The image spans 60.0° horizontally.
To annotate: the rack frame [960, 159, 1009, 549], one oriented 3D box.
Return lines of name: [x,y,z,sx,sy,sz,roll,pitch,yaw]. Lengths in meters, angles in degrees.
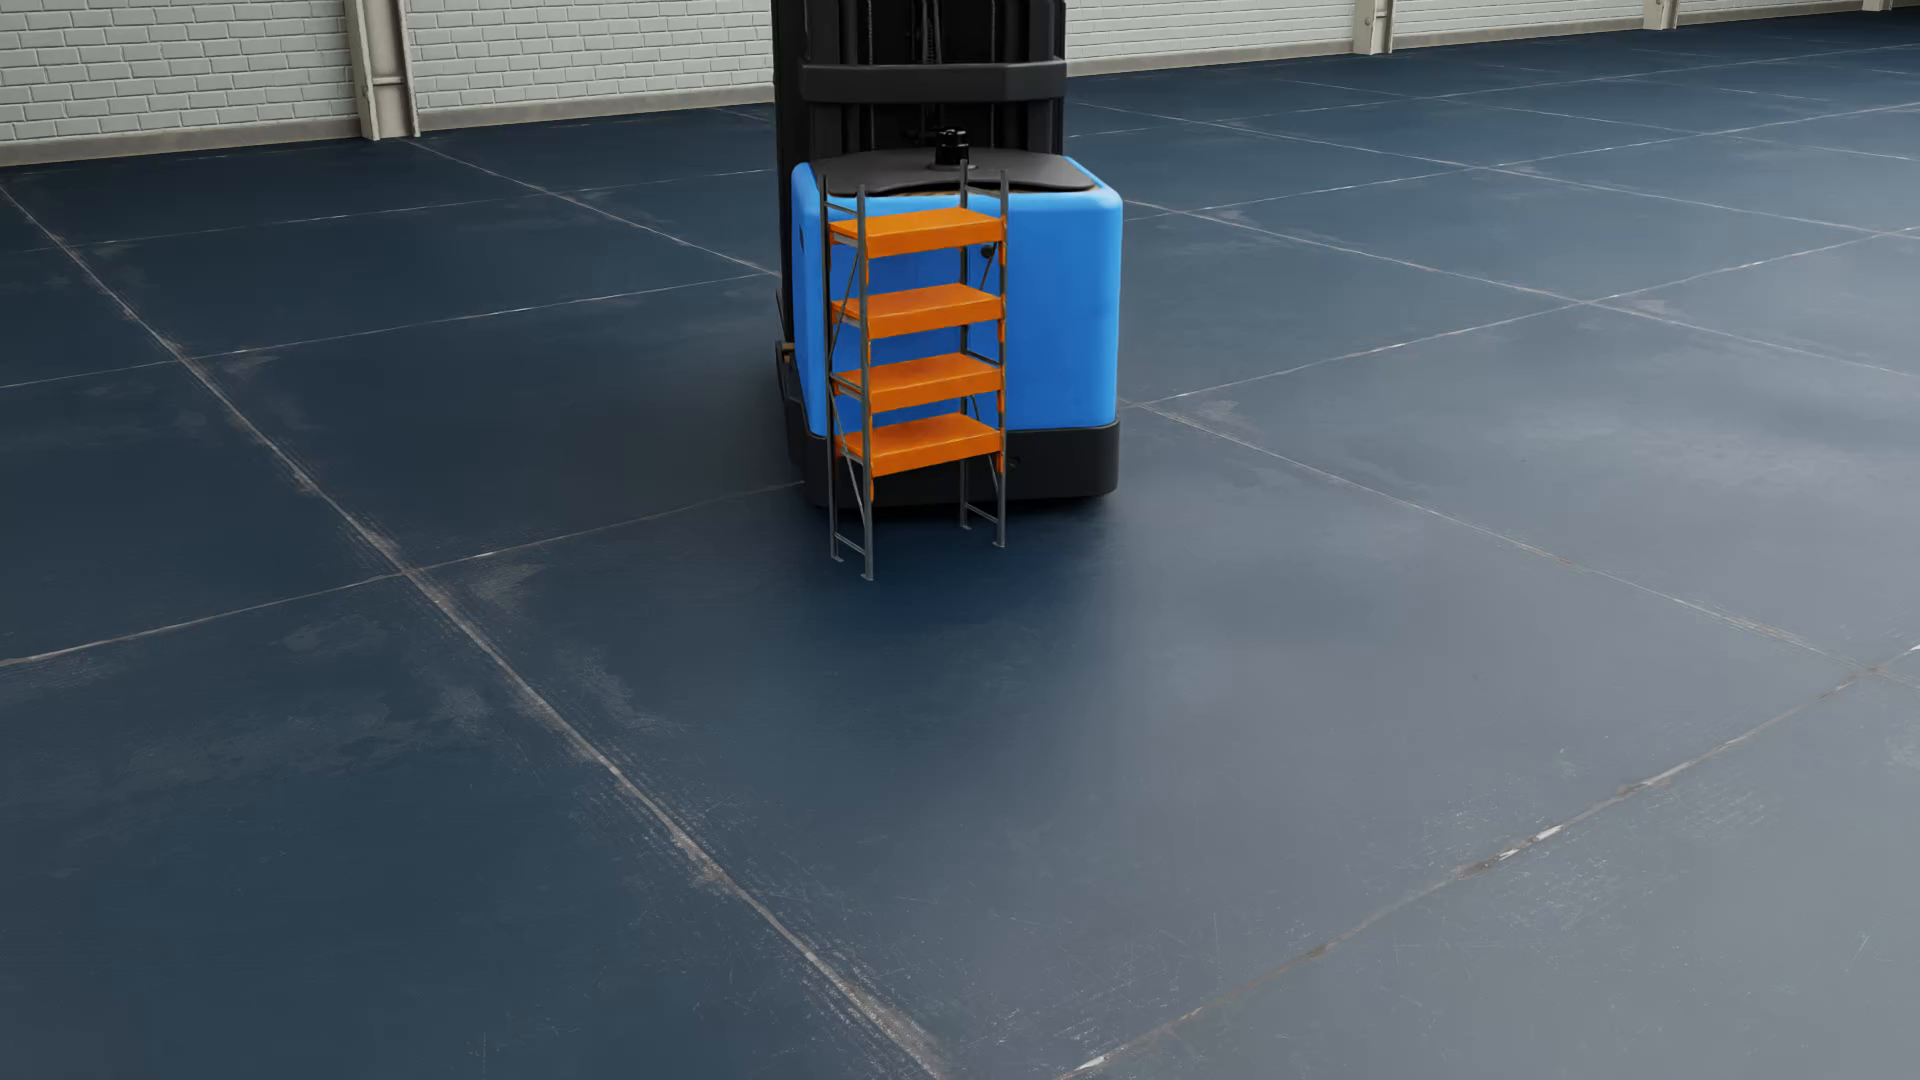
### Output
rack frame: [0.072,-0.566,5.196,0.015,1.200,0.240,-14,25,-31]

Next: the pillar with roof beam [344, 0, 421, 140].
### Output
pillar with roof beam: [-2.205,-6.235,8.880,0.400,9.000,9.100,-15,26,-33]

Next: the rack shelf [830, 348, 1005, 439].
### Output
rack shelf: [-0.133,-0.454,5.097,0.480,0.148,0.258,-14,25,-31]

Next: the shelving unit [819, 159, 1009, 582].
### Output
shelving unit: [-0.133,-0.517,5.072,0.503,1.200,0.258,-14,25,-31]

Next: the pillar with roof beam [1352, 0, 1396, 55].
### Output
pillar with roof beam: [7.536,-8.833,15.389,0.400,9.000,9.100,-15,26,-33]

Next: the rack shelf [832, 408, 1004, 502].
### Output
rack shelf: [-0.133,-0.270,5.170,0.480,0.148,0.258,-14,25,-31]

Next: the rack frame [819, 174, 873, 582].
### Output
rack frame: [-0.337,-0.467,4.948,0.015,1.200,0.240,-14,25,-31]

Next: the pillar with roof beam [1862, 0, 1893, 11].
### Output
pillar with roof beam: [17.277,-11.430,21.899,0.400,9.000,9.100,-15,26,-33]

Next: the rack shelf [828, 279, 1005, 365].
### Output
rack shelf: [-0.133,-0.662,5.014,0.480,0.148,0.258,-14,25,-31]

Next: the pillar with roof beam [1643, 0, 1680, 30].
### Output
pillar with roof beam: [12.406,-10.131,18.644,0.400,9.000,9.100,-15,26,-33]

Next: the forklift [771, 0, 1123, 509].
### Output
forklift: [-0.188,-1.974,6.389,1.130,2.935,3.031,-3,22,-8]

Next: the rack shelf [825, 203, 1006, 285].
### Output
rack shelf: [-0.133,-0.881,4.926,0.480,0.148,0.258,-14,25,-31]
